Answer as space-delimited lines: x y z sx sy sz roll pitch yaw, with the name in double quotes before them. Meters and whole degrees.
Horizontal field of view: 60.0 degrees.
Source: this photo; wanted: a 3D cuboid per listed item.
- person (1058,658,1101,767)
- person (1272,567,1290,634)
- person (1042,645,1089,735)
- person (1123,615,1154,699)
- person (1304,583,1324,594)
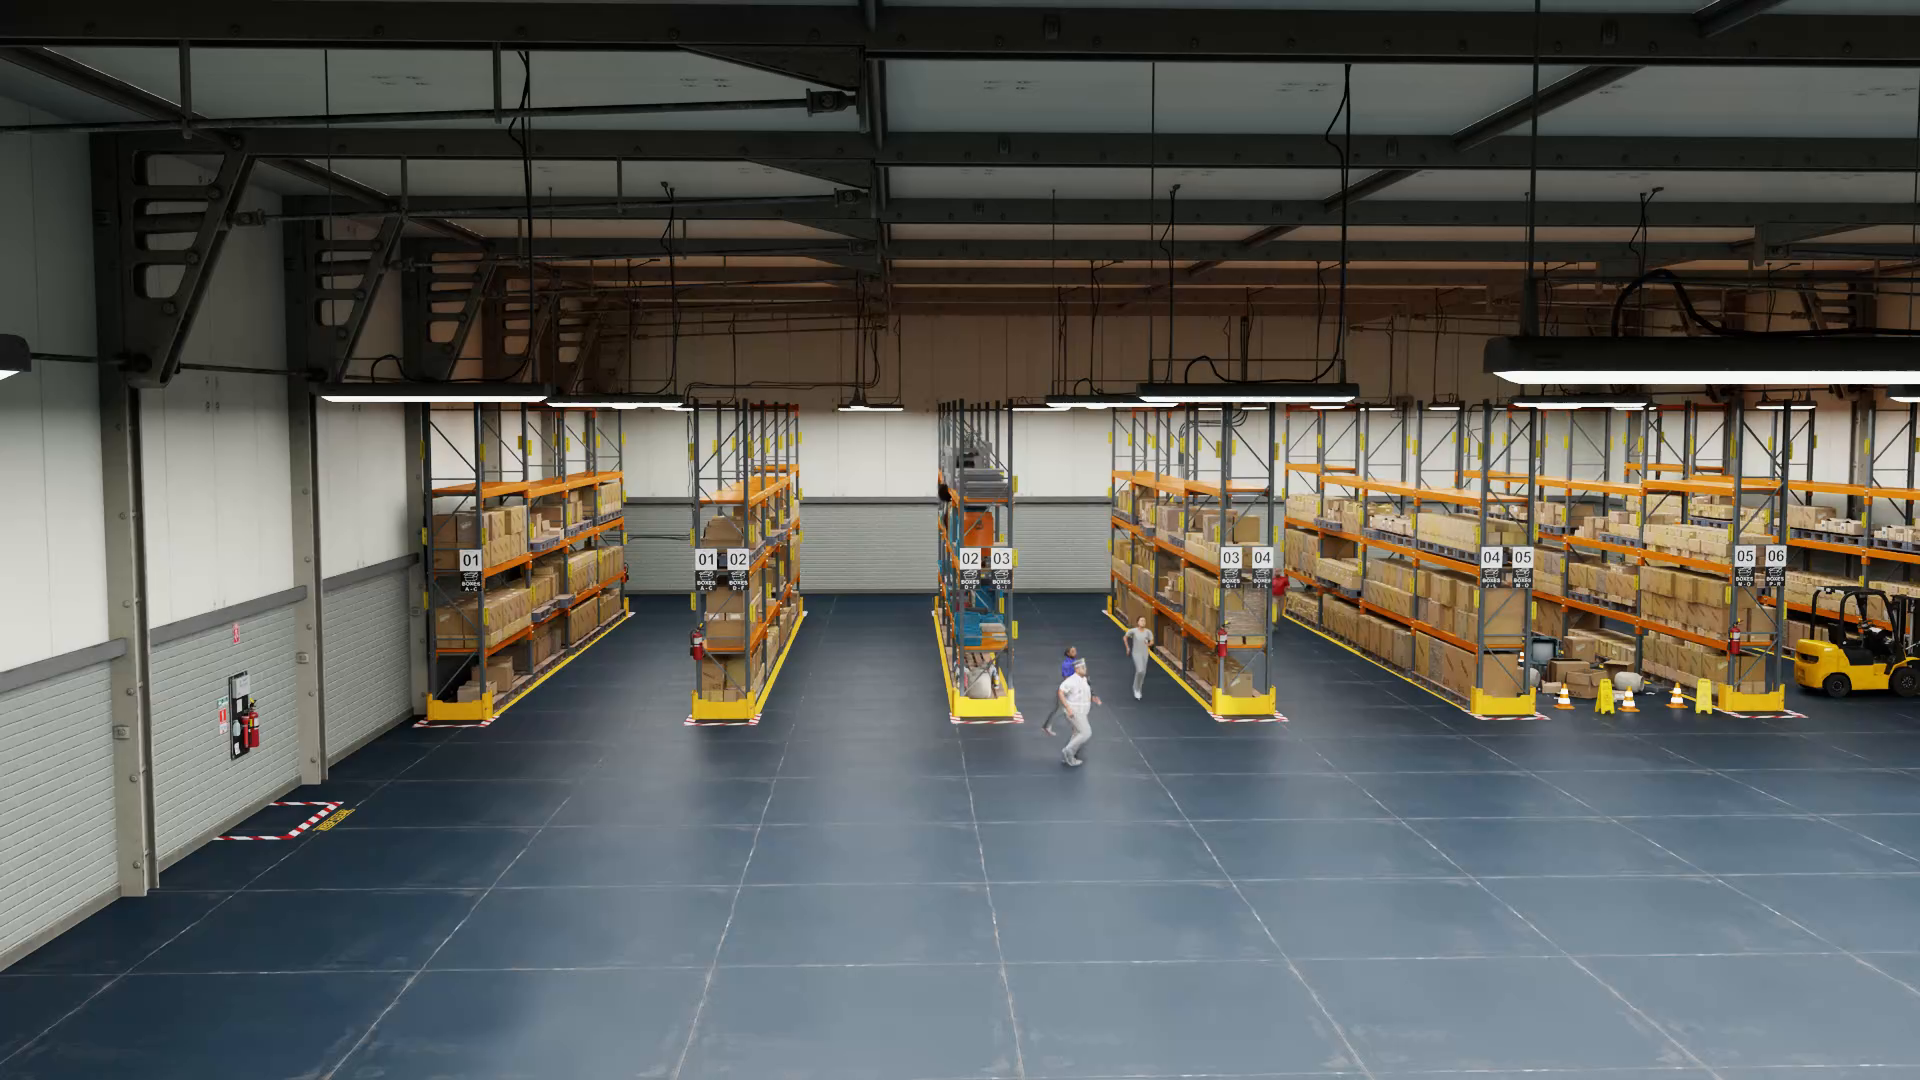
"person" 1.969 2.792 27.048 0.625 1.756 0.667 2 5 23
"person" 8.307 1.594 43.418 0.626 1.783 0.737 0 4 -2
"person" 1.897 2.683 29.265 0.882 1.696 0.585 3 5 33
"person" 3.624 2.347 33.442 0.546 1.679 0.661 -1 5 -16
"person" 10.409 1.118 48.957 0.890 1.757 0.775 2 5 26
